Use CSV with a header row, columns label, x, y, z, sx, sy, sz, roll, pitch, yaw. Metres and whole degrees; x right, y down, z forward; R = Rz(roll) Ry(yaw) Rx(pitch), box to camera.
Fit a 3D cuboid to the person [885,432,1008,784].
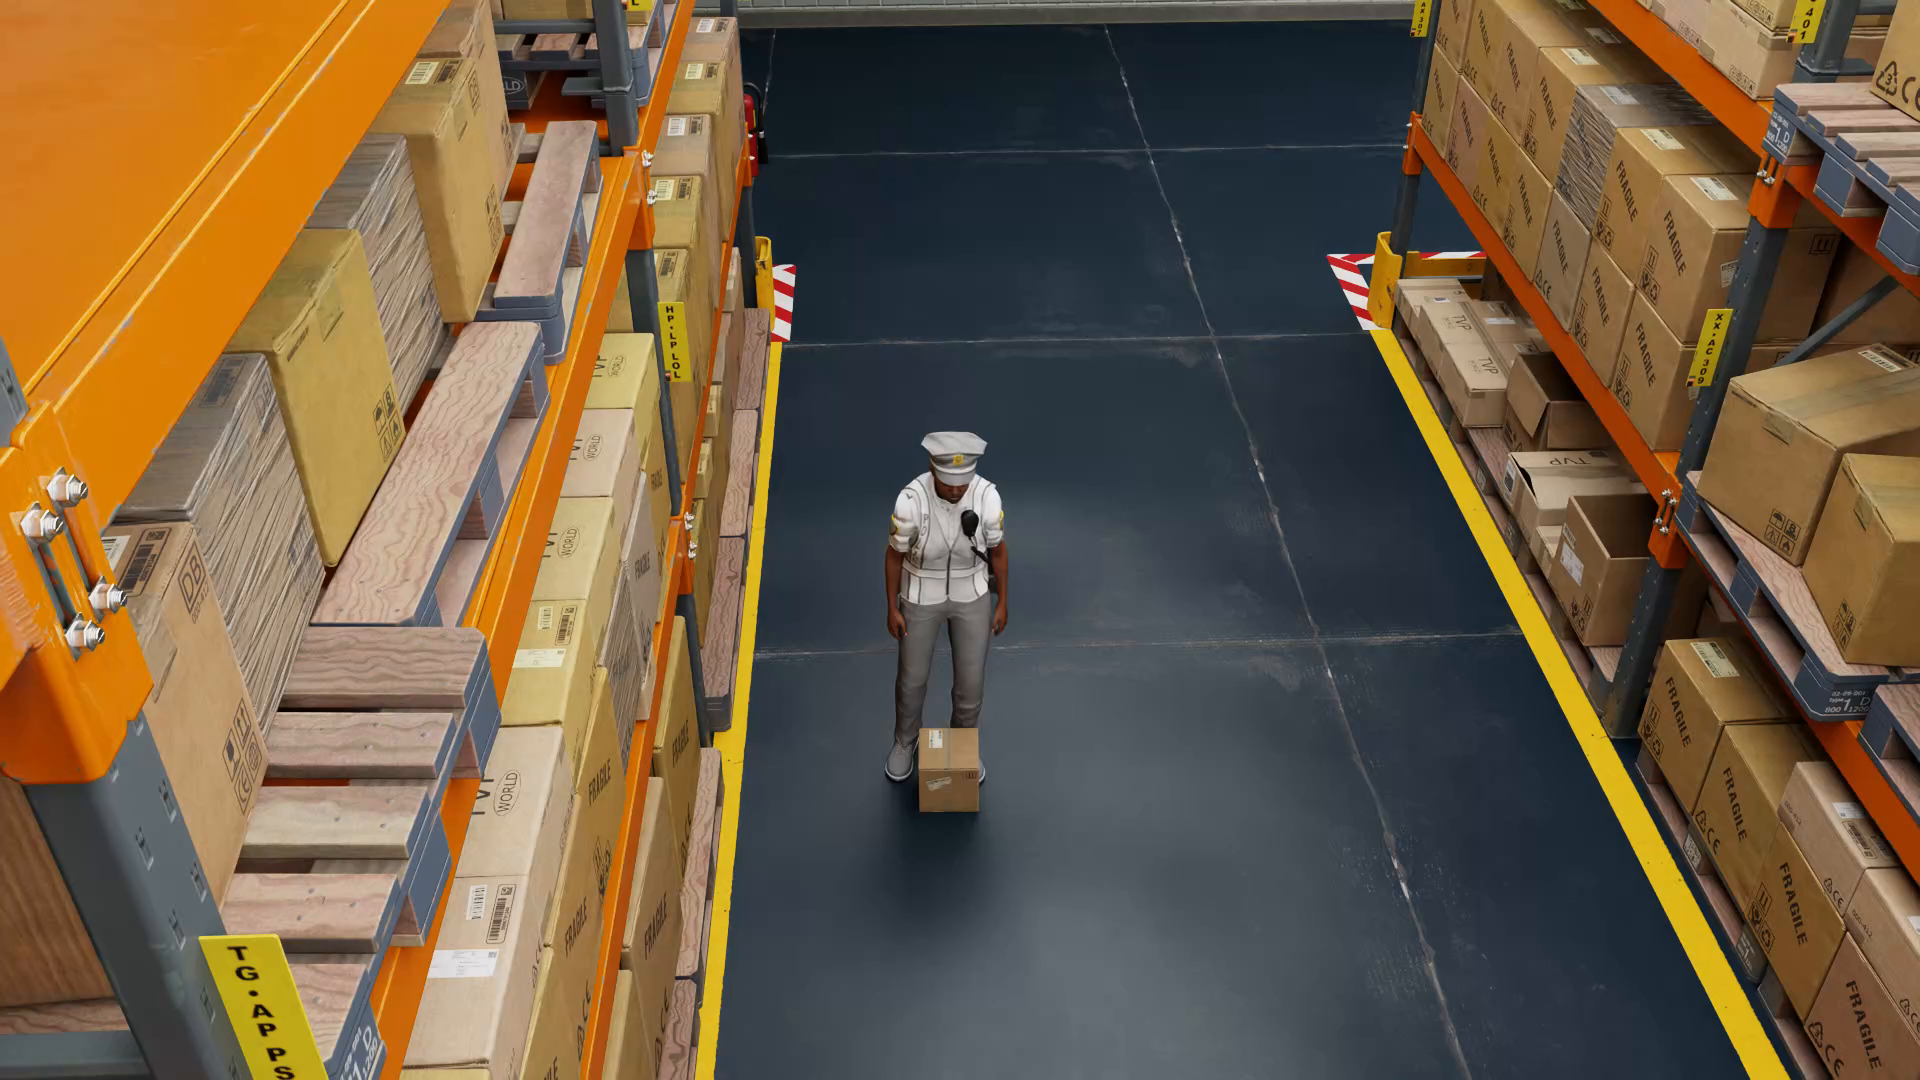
label,x,y,z,sx,sy,sz,roll,pitch,yaw
person,-0.064,0.269,6.764,0.531,1.664,0.409,-3,36,-4
